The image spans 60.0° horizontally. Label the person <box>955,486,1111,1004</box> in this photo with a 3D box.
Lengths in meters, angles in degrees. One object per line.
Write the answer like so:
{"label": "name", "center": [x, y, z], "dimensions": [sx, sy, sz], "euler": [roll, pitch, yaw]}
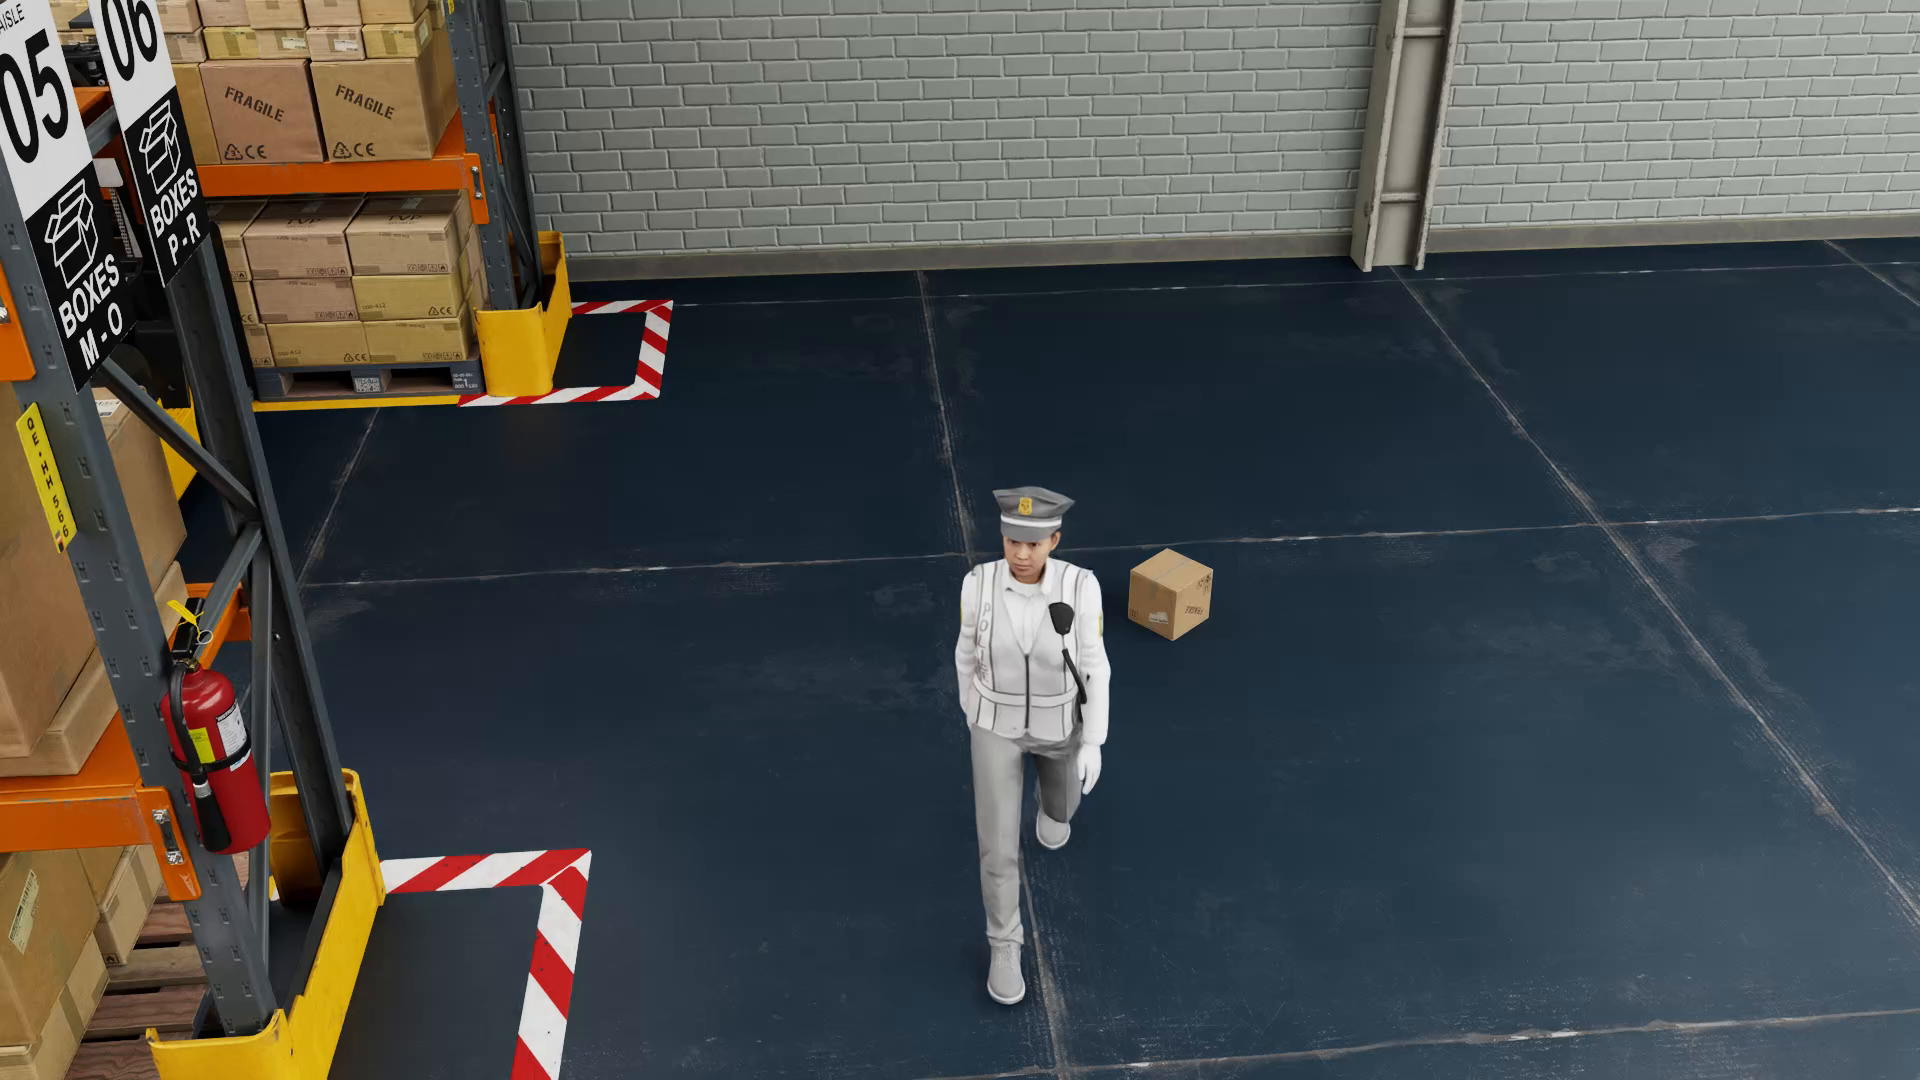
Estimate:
{"label": "person", "center": [0.221, 0.536, 5.202], "dimensions": [0.478, 1.644, 0.928], "euler": [1, 31, 2]}
